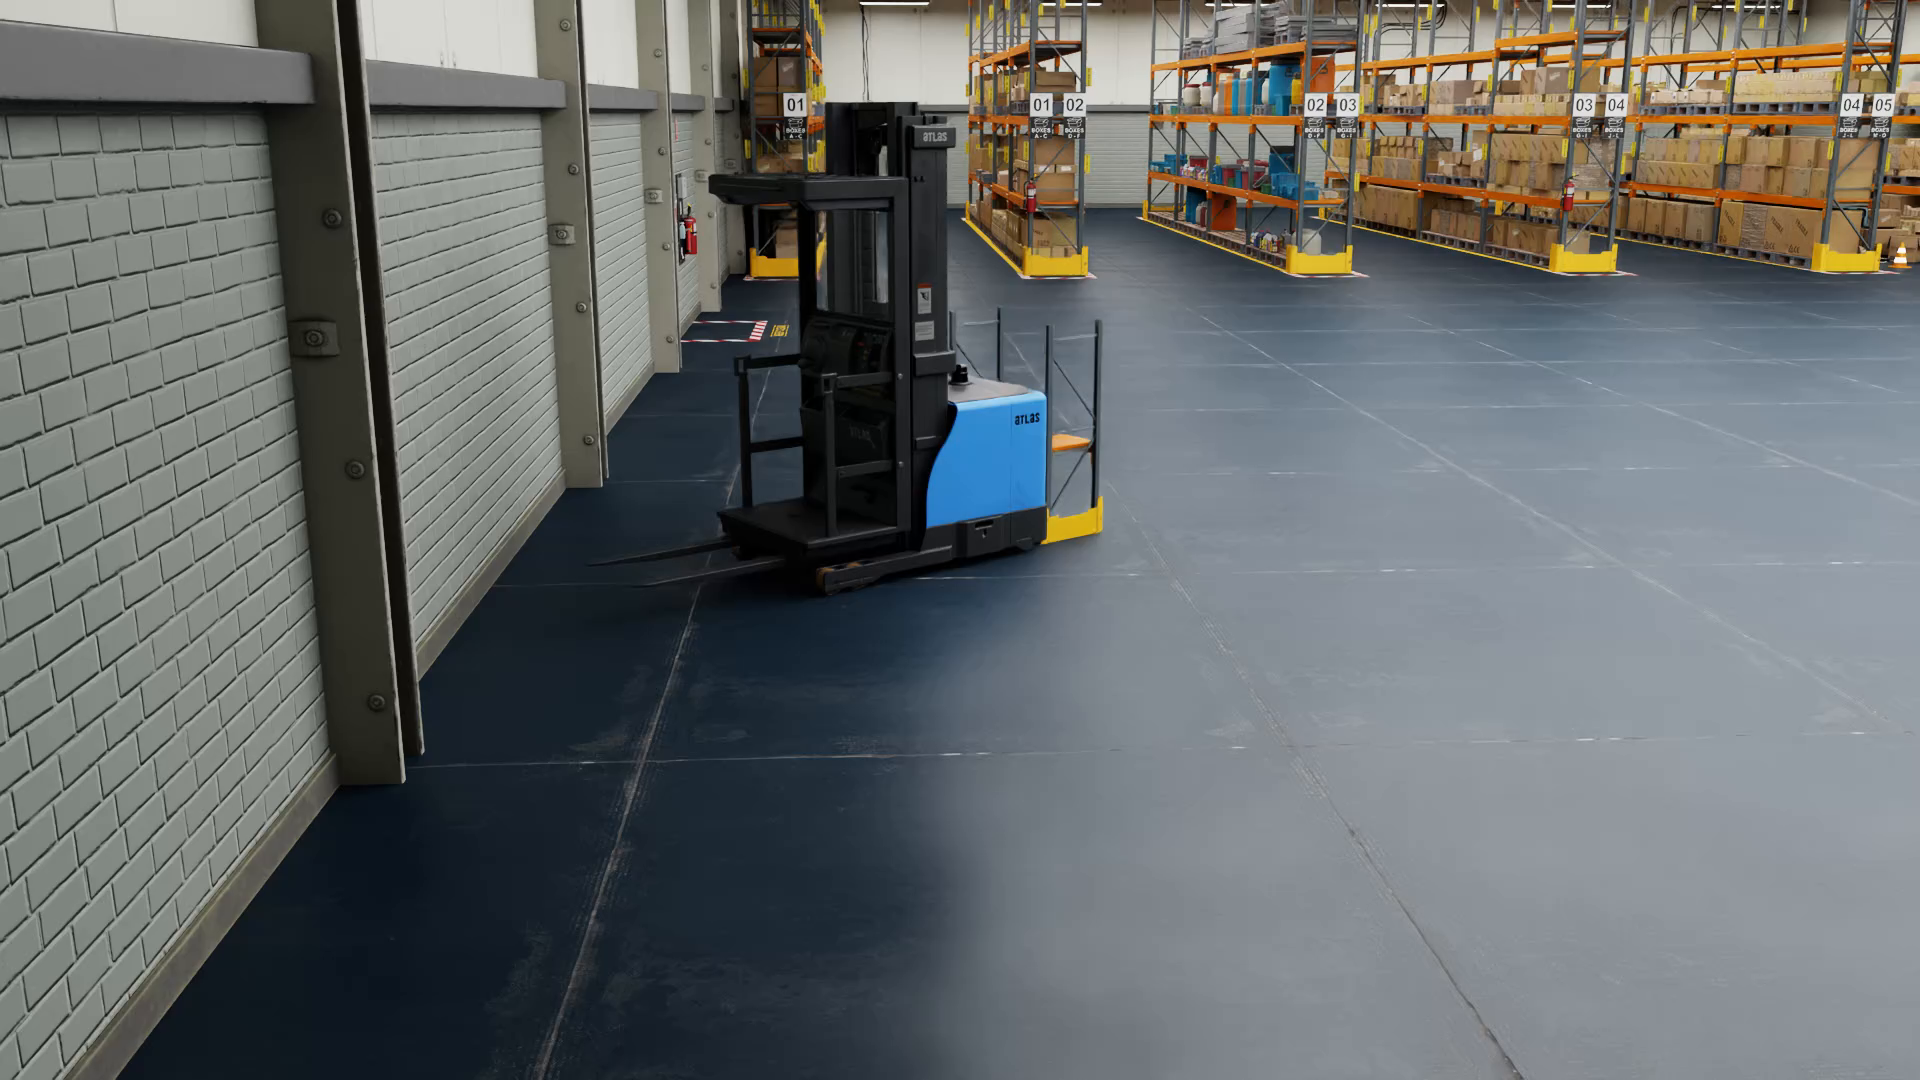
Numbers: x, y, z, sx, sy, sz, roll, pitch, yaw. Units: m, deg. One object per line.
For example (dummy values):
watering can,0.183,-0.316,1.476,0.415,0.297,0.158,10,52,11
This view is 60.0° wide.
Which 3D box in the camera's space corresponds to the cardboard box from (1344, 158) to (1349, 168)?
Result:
cardboard box,10.496,-10.004,44.093,0.500,0.250,0.500,-1,14,-5

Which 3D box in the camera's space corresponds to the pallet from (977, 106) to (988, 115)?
pallet,1.029,-10.234,39.639,1.213,0.211,1.003,-1,14,-3

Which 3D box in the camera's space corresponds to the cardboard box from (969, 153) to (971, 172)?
cardboard box,0.508,-10.222,45.035,0.500,0.500,0.500,-1,14,-2

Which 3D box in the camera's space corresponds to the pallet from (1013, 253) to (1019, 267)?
pallet,1.574,-5.451,32.287,1.003,0.211,1.213,-1,14,-3

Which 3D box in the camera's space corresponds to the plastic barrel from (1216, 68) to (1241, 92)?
plastic barrel,6.151,-10.379,38.123,0.600,0.830,0.708,-1,14,-3

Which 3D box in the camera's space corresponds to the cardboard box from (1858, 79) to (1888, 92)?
cardboard box,16.806,-8.412,30.843,0.500,0.250,0.500,-1,14,-4

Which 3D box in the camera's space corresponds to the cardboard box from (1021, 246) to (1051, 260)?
cardboard box,1.407,-5.309,30.818,0.500,0.250,0.500,-1,14,-3

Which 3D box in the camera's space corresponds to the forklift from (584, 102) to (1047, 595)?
forklift,-0.884,-1.230,10.426,3.031,2.935,1.130,-11,18,-37

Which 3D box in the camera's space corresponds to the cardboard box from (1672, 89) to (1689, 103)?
cardboard box,15.972,-9.728,36.429,0.500,0.311,0.500,-1,14,-4

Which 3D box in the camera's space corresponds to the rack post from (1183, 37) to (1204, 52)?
rack post,5.957,-12.028,40.365,0.937,0.300,0.954,-1,14,-4

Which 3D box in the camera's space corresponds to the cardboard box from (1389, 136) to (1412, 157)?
cardboard box,10.958,-9.650,40.798,0.797,0.503,0.637,-1,14,-3

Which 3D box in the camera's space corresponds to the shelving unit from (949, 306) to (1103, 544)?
shelving unit,0.442,-0.844,11.796,0.587,1.500,1.083,-12,19,-38

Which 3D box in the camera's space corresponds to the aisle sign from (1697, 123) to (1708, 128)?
aisle sign,20.827,-11.875,46.442,0.394,0.787,0.004,-1,14,-3

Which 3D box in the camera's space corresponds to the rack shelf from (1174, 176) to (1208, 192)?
rack shelf,6.060,-8.523,40.076,1.077,0.370,4.000,-1,14,-3

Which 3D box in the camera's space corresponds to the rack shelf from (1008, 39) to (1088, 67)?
rack shelf,1.611,-9.170,31.352,1.077,0.370,4.000,-1,14,-3

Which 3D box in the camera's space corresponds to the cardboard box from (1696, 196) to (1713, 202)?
cardboard box,20.728,-9.166,45.429,0.875,0.438,0.875,0,14,-2

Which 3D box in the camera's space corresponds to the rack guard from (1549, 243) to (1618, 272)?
rack guard,11.618,-5.269,31.003,1.175,0.500,0.348,-1,14,-3

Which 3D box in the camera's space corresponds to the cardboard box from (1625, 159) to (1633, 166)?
cardboard box,15.599,-8.844,38.942,0.380,0.149,0.250,-1,14,-2

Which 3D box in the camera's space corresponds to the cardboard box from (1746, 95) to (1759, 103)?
cardboard box,16.047,-8.868,33.413,0.380,0.149,0.250,-1,14,-4

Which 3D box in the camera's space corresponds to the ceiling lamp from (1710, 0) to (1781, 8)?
ceiling lamp,22.987,-17.034,47.955,2.000,3.185,0.800,-1,14,-3

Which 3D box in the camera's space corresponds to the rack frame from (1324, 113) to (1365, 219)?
rack frame,10.632,-10.440,46.083,1.000,3.000,0.127,-1,14,-3

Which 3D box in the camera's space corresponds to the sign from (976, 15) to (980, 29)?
sign,0.449,-12.686,40.737,0.100,0.325,0.005,-1,14,-3

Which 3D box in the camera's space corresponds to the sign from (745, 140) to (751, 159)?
sign,-3.764,-6.942,29.528,0.100,0.325,0.005,-1,14,-3

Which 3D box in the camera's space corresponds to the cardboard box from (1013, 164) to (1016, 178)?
cardboard box,1.392,-7.799,35.617,0.500,0.500,0.500,-1,14,-3

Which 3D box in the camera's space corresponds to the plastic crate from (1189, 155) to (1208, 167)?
plastic crate,6.131,-9.655,42.782,0.402,0.464,0.583,-1,14,-3

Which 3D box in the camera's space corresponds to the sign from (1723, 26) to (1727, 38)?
sign,21.065,-13.994,45.823,0.100,0.325,0.005,-1,14,-3

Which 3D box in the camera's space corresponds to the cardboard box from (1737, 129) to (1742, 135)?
cardboard box,20.520,-10.646,43.375,0.380,0.149,0.250,-1,14,-3

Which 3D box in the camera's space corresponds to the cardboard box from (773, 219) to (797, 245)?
cardboard box,-3.519,-6.412,34.560,0.700,0.500,0.500,0,14,-2

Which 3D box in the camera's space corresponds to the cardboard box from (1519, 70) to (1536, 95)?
cardboard box,11.657,-9.235,33.579,0.500,0.500,0.500,-1,14,-5

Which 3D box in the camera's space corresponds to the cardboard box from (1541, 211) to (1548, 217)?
cardboard box,15.458,-8.542,43.586,0.380,0.149,0.250,-1,14,-5

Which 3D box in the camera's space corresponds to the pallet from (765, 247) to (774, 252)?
pallet,-3.380,-5.709,33.293,1.003,0.211,1.213,-1,14,-3

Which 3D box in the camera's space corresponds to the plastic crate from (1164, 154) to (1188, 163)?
plastic crate,5.895,-10.329,45.462,0.616,0.435,0.499,-1,14,-3

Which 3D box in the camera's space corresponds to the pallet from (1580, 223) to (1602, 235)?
pallet,15.964,-7.649,40.830,1.003,0.211,1.213,-1,14,-3

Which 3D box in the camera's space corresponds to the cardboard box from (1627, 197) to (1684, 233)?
cardboard box,16.032,-7.463,38.184,1.050,0.750,0.750,-1,14,-4

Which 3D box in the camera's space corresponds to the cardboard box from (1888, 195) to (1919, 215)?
cardboard box,25.498,-9.039,44.809,0.700,0.500,0.500,-1,14,-6

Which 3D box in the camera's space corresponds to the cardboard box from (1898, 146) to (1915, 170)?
cardboard box,20.950,-8.368,36.388,0.500,0.500,0.500,0,14,-2

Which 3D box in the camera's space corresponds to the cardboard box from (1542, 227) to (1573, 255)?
cardboard box,11.530,-5.757,32.057,0.500,0.500,0.500,3,15,11

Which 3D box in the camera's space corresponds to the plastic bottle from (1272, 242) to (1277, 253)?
plastic bottle,6.128,-5.692,32.363,0.097,0.201,0.097,0,14,0

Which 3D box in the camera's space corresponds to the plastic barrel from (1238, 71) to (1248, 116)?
plastic barrel,6.143,-9.361,34.861,0.600,0.901,0.600,0,14,0

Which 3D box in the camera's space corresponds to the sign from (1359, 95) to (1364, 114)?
sign,7.229,-7.849,29.974,0.100,0.325,0.005,-1,14,-3

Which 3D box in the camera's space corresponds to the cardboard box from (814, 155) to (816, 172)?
cardboard box,-3.082,-7.290,32.595,0.500,0.500,0.500,-1,14,-4

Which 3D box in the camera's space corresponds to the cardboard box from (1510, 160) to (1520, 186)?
cardboard box,11.468,-7.288,33.033,0.875,0.500,0.500,-1,14,-3

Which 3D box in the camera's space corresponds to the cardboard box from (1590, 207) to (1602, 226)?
cardboard box,15.705,-7.915,40.442,0.500,0.500,0.500,-2,15,-6

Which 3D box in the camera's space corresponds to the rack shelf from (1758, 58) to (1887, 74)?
rack shelf,20.894,-11.464,40.270,1.077,0.370,4.000,-1,14,-3

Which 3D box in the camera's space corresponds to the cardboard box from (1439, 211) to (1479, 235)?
cardboard box,11.236,-7.149,37.425,0.700,0.500,0.500,-2,15,-8

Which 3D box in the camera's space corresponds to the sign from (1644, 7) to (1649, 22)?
sign,15.543,-11.887,37.635,0.100,0.325,0.005,-1,14,-3

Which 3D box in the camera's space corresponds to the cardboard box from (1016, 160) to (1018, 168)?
cardboard box,1.327,-7.534,33.286,0.380,0.149,0.250,-1,14,-3

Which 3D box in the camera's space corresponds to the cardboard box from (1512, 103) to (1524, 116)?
cardboard box,11.205,-8.465,32.687,0.500,0.250,0.500,-1,15,-6

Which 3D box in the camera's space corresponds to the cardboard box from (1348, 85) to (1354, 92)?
cardboard box,10.712,-11.795,44.085,0.700,0.500,0.500,-2,15,-7

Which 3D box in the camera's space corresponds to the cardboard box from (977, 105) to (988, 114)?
cardboard box,0.696,-10.790,41.725,0.500,0.250,0.500,-1,14,-3

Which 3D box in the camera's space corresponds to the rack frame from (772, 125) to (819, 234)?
rack frame,-3.704,-8.221,37.459,1.000,3.000,0.127,-1,14,-3

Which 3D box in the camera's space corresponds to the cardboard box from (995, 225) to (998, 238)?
cardboard box,1.049,-6.781,36.538,0.500,0.250,0.500,-1,14,-5

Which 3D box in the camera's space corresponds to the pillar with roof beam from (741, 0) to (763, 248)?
pillar with roof beam,-0.190,-10.856,35.661,9.100,9.000,0.400,-1,14,-3

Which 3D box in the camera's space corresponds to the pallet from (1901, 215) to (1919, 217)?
pallet,25.683,-8.496,44.124,1.003,0.211,1.213,-1,14,-3
